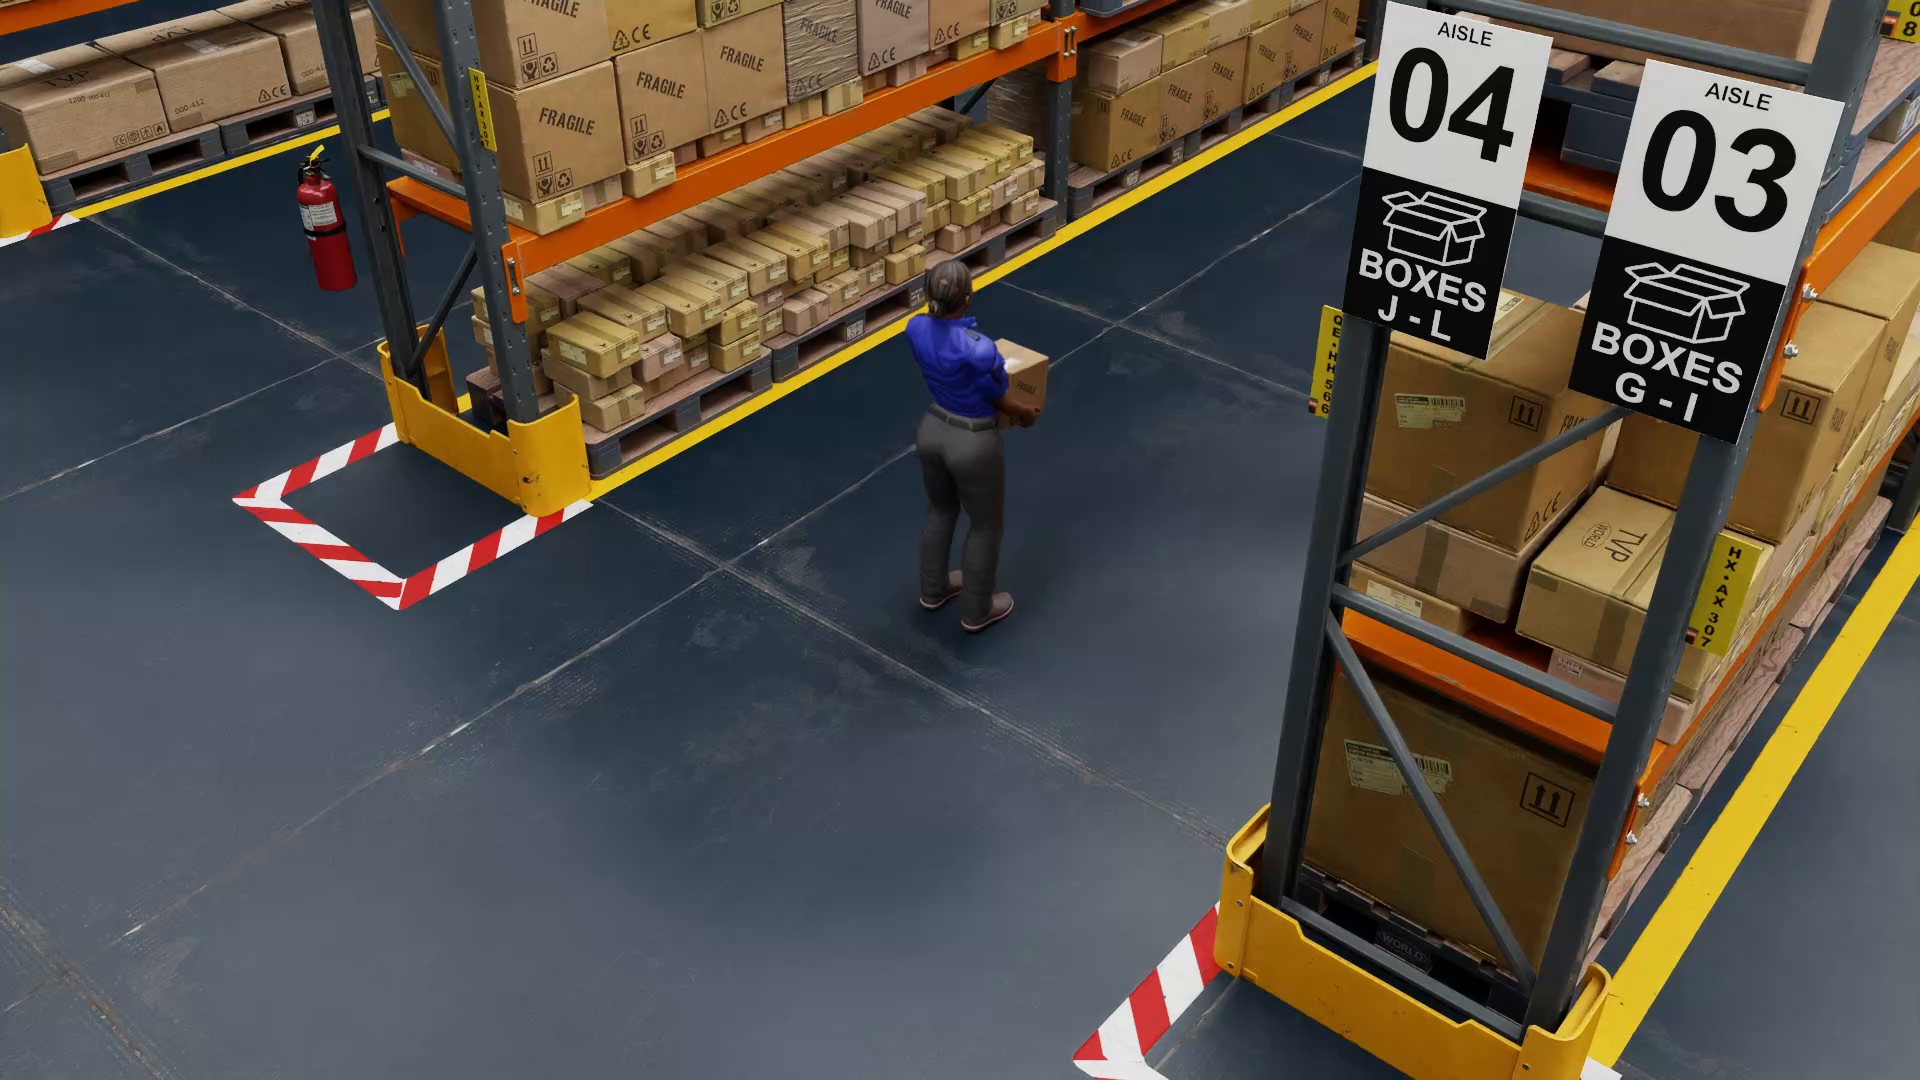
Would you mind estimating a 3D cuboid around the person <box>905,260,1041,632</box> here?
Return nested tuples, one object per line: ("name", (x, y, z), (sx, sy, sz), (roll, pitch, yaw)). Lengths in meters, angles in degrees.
("person", (0.062, -0.413, 6.744), (0.445, 1.651, 0.510), (26, 43, 32))
